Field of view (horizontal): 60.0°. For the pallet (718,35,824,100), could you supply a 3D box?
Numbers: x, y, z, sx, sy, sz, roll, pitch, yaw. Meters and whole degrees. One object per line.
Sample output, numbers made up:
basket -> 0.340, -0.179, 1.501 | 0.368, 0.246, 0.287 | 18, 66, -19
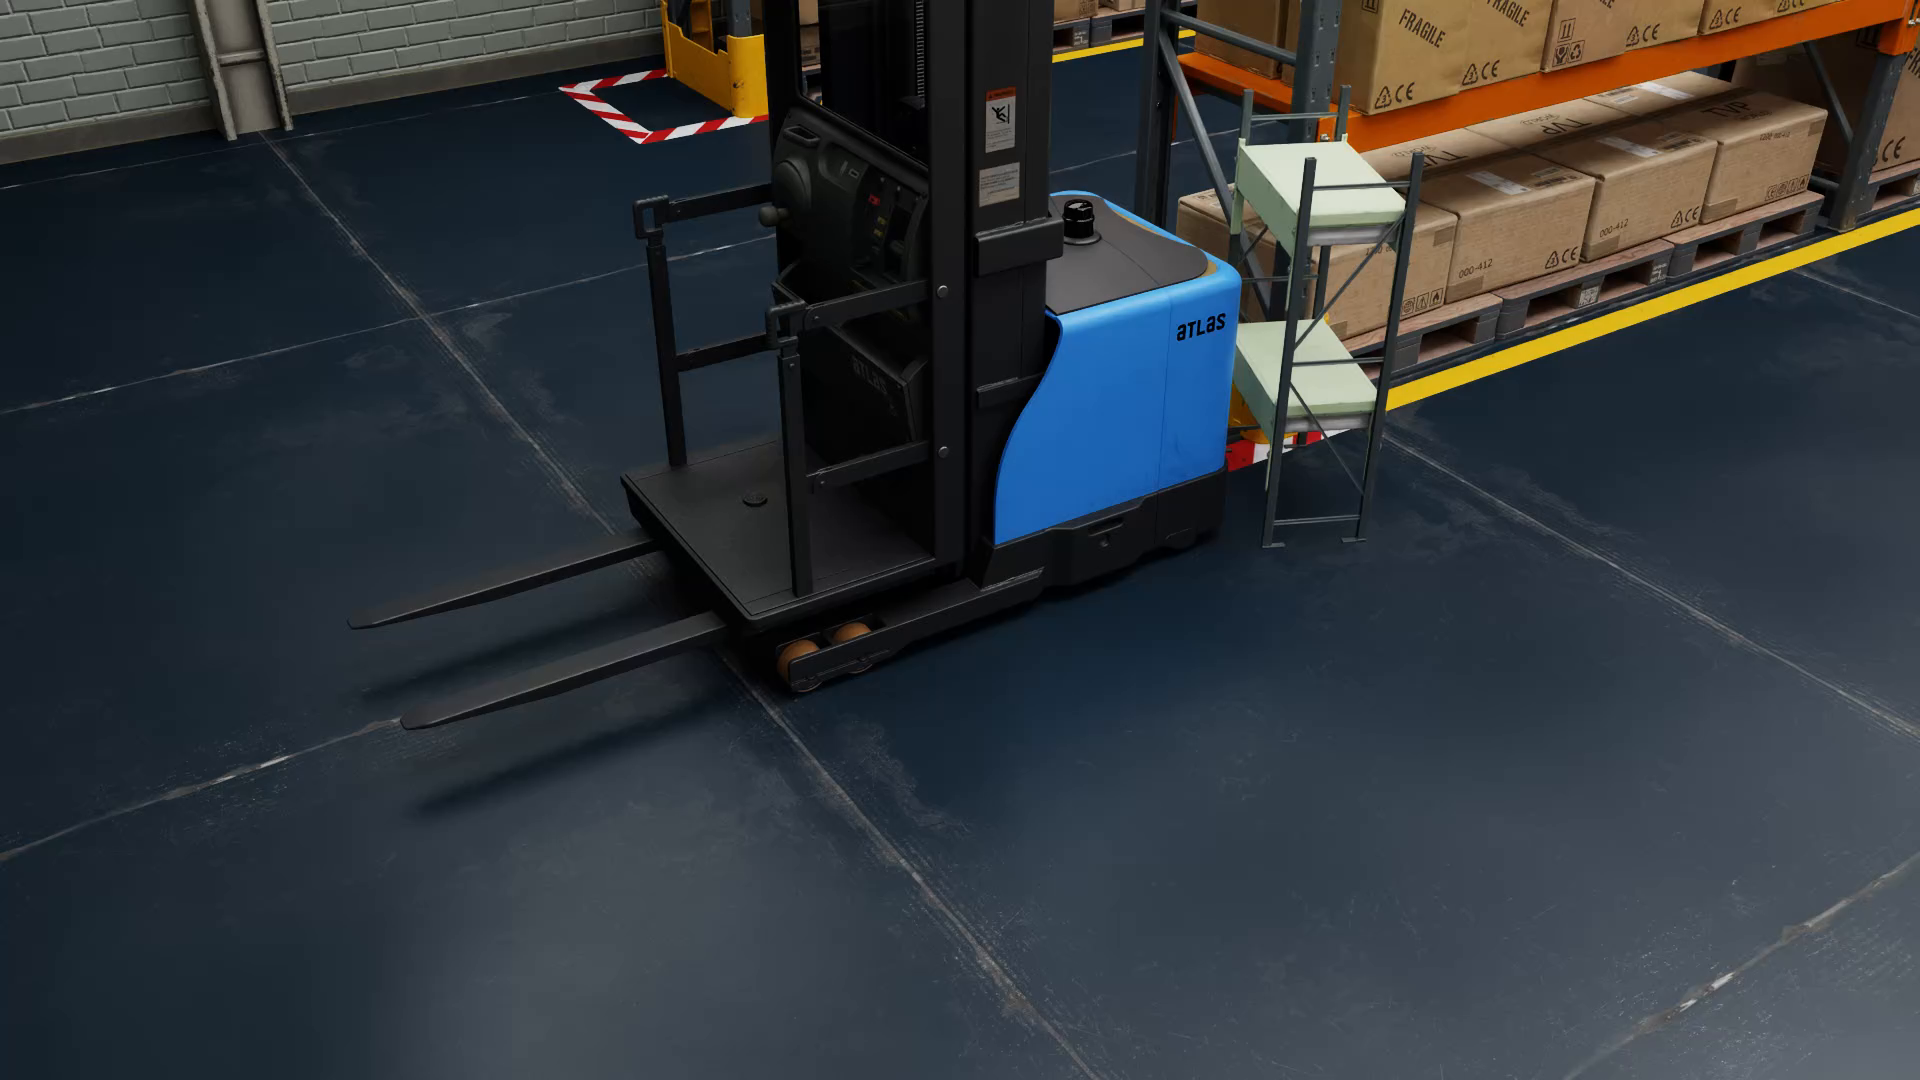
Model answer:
pallet -> -0.875, -3.268, 11.232 | 1.213, 0.211, 1.003 | -19, 37, -27

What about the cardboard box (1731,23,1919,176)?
cardboard box -> 4.924, -2.620, 9.189 | 0.875, 0.875, 0.875 | -18, 36, -26

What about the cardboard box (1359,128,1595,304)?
cardboard box -> 2.349, -1.567, 7.931 | 0.875, 0.438, 0.875 | -18, 36, -26

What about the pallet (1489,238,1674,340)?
pallet -> 2.738, -1.407, 8.282 | 1.213, 0.211, 1.003 | -19, 37, -27

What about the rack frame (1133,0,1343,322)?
rack frame -> 1.084, -1.969, 6.561 | 0.127, 3.000, 1.000 | -19, 37, -27

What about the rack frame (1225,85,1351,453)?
rack frame -> 1.226, -1.008, 6.441 | 0.400, 1.500, 0.023 | -4, 32, -6

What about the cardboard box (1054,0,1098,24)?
cardboard box -> 0.569, -3.979, 11.695 | 0.500, 0.500, 0.700 | -20, 38, -29

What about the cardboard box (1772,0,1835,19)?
cardboard box -> 3.765, -2.768, 7.733 | 0.500, 0.500, 0.500 | -20, 37, -28

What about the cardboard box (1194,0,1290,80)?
cardboard box -> 1.346, -2.270, 6.943 | 0.500, 0.500, 0.500 | -19, 37, -27

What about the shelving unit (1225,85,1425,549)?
shelving unit -> 1.274, -0.814, 6.134 | 0.431, 1.500, 0.755 | -4, 32, -6

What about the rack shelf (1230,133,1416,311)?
rack shelf -> 1.274, -1.144, 5.926 | 0.431, 0.370, 0.720 | -4, 32, -6

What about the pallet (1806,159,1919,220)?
pallet -> 5.054, -2.203, 9.545 | 1.213, 0.211, 1.003 | -19, 37, -27

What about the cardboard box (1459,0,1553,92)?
cardboard box -> 2.053, -2.180, 6.801 | 0.500, 0.500, 0.500 | -20, 37, -28

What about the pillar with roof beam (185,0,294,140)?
pillar with roof beam -> -2.031, -4.426, 4.832 | 0.400, 9.000, 9.100 | -19, 37, -27

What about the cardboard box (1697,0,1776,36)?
cardboard box -> 3.350, -2.616, 7.492 | 0.500, 0.500, 0.500 | -20, 37, -28

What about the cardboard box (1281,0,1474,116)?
cardboard box -> 1.643, -2.022, 6.550 | 0.500, 0.500, 0.500 | -19, 37, -28

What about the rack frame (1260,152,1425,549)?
rack frame -> 1.323, -0.620, 5.828 | 0.400, 1.500, 0.023 | -4, 32, -6

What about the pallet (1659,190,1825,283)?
pallet -> 3.764, -1.762, 8.845 | 1.213, 0.211, 1.003 | -19, 37, -27

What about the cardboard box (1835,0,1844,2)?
cardboard box -> 4.194, -2.919, 7.973 | 0.500, 0.500, 0.500 | -19, 37, -27

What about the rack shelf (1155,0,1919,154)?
rack shelf -> 2.765, -2.243, 7.669 | 4.000, 0.370, 1.077 | -19, 37, -27

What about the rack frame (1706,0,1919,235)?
rack frame -> 4.446, -3.126, 8.394 | 0.127, 3.000, 1.000 | -19, 37, -27

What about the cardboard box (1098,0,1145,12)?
cardboard box -> 1.144, -3.976, 11.910 | 0.258, 0.266, 0.396 | -18, 36, -26

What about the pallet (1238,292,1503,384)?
pallet -> 1.713, -1.056, 7.727 | 1.213, 0.211, 1.003 | -19, 37, -27

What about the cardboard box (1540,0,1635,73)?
cardboard box -> 2.490, -2.319, 7.022 | 0.500, 0.500, 0.500 | -19, 37, -28

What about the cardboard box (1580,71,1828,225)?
cardboard box -> 3.860, -2.086, 8.754 | 0.875, 0.438, 0.875 | -20, 37, -28

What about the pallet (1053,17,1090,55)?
pallet -> 0.149, -3.618, 11.788 | 1.213, 0.211, 1.003 | -19, 37, -27

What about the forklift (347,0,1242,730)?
forklift -> -0.536, -1.064, 5.189 | 3.031, 2.935, 1.130 | -18, 37, -26

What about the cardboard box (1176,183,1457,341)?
cardboard box -> 1.584, -1.299, 7.506 | 0.875, 0.438, 0.875 | -20, 38, -29

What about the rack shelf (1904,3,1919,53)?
rack shelf -> 6.127, -3.400, 9.502 | 4.000, 0.370, 1.077 | -19, 37, -27

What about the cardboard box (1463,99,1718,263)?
cardboard box -> 3.108, -1.827, 8.343 | 0.875, 0.438, 0.875 | -20, 37, -29

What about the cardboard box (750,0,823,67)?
cardboard box -> -1.043, -3.450, 10.854 | 0.637, 0.503, 0.797 | -21, 38, -29

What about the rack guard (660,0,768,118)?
rack guard -> -1.545, -3.159, 10.789 | 0.348, 0.500, 1.175 | -19, 37, -27

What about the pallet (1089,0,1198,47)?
pallet -> 1.176, -3.973, 12.351 | 1.213, 0.211, 1.003 | -19, 37, -27

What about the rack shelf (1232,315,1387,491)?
rack shelf -> 1.274, -0.538, 6.308 | 0.431, 0.370, 0.720 | -4, 32, -6

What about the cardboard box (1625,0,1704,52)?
cardboard box -> 2.902, -2.472, 7.263 | 0.500, 0.500, 0.500 | -18, 36, -26

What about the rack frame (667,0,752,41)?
rack frame -> -1.609, -4.194, 10.087 | 0.127, 3.000, 1.000 | -19, 37, -27

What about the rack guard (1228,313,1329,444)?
rack guard -> 1.064, -0.905, 7.217 | 0.348, 0.500, 1.175 | -19, 37, -27
